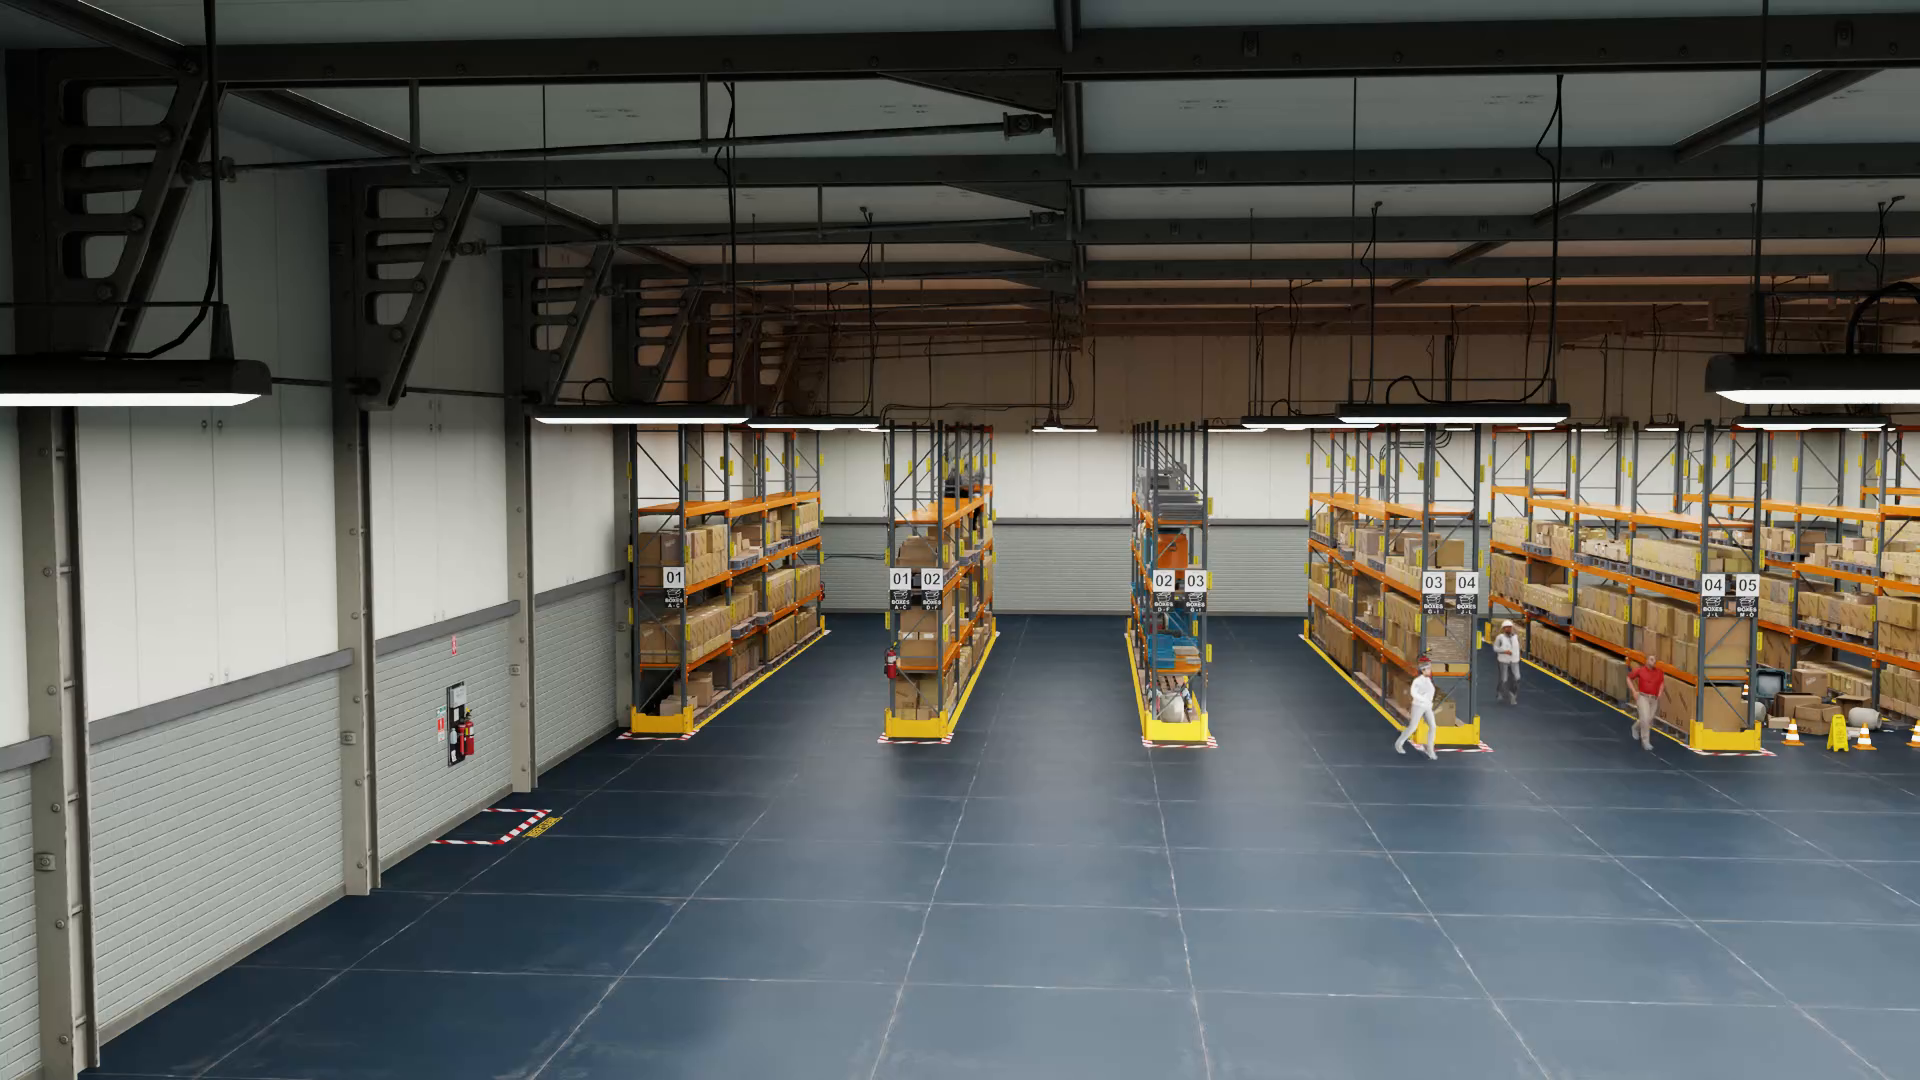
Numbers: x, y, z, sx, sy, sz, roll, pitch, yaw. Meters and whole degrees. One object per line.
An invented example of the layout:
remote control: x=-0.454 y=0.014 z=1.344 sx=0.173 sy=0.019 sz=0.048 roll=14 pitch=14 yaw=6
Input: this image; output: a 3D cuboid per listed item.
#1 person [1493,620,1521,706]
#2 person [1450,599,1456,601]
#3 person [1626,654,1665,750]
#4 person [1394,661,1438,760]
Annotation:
person: x=11.652 y=2.613 z=35.380 sx=0.658 sy=1.822 sz=0.734 roll=0 pitch=4 yaw=-1
person: x=13.585 y=1.992 z=46.535 sx=0.528 sy=1.594 sz=0.659 roll=-2 pitch=4 yaw=-33
person: x=12.628 y=2.955 z=30.602 sx=0.690 sy=1.732 sz=0.911 roll=0 pitch=4 yaw=-7
person: x=8.244 y=3.013 z=29.631 sx=0.684 sy=1.704 sz=0.830 roll=-3 pitch=5 yaw=-39
